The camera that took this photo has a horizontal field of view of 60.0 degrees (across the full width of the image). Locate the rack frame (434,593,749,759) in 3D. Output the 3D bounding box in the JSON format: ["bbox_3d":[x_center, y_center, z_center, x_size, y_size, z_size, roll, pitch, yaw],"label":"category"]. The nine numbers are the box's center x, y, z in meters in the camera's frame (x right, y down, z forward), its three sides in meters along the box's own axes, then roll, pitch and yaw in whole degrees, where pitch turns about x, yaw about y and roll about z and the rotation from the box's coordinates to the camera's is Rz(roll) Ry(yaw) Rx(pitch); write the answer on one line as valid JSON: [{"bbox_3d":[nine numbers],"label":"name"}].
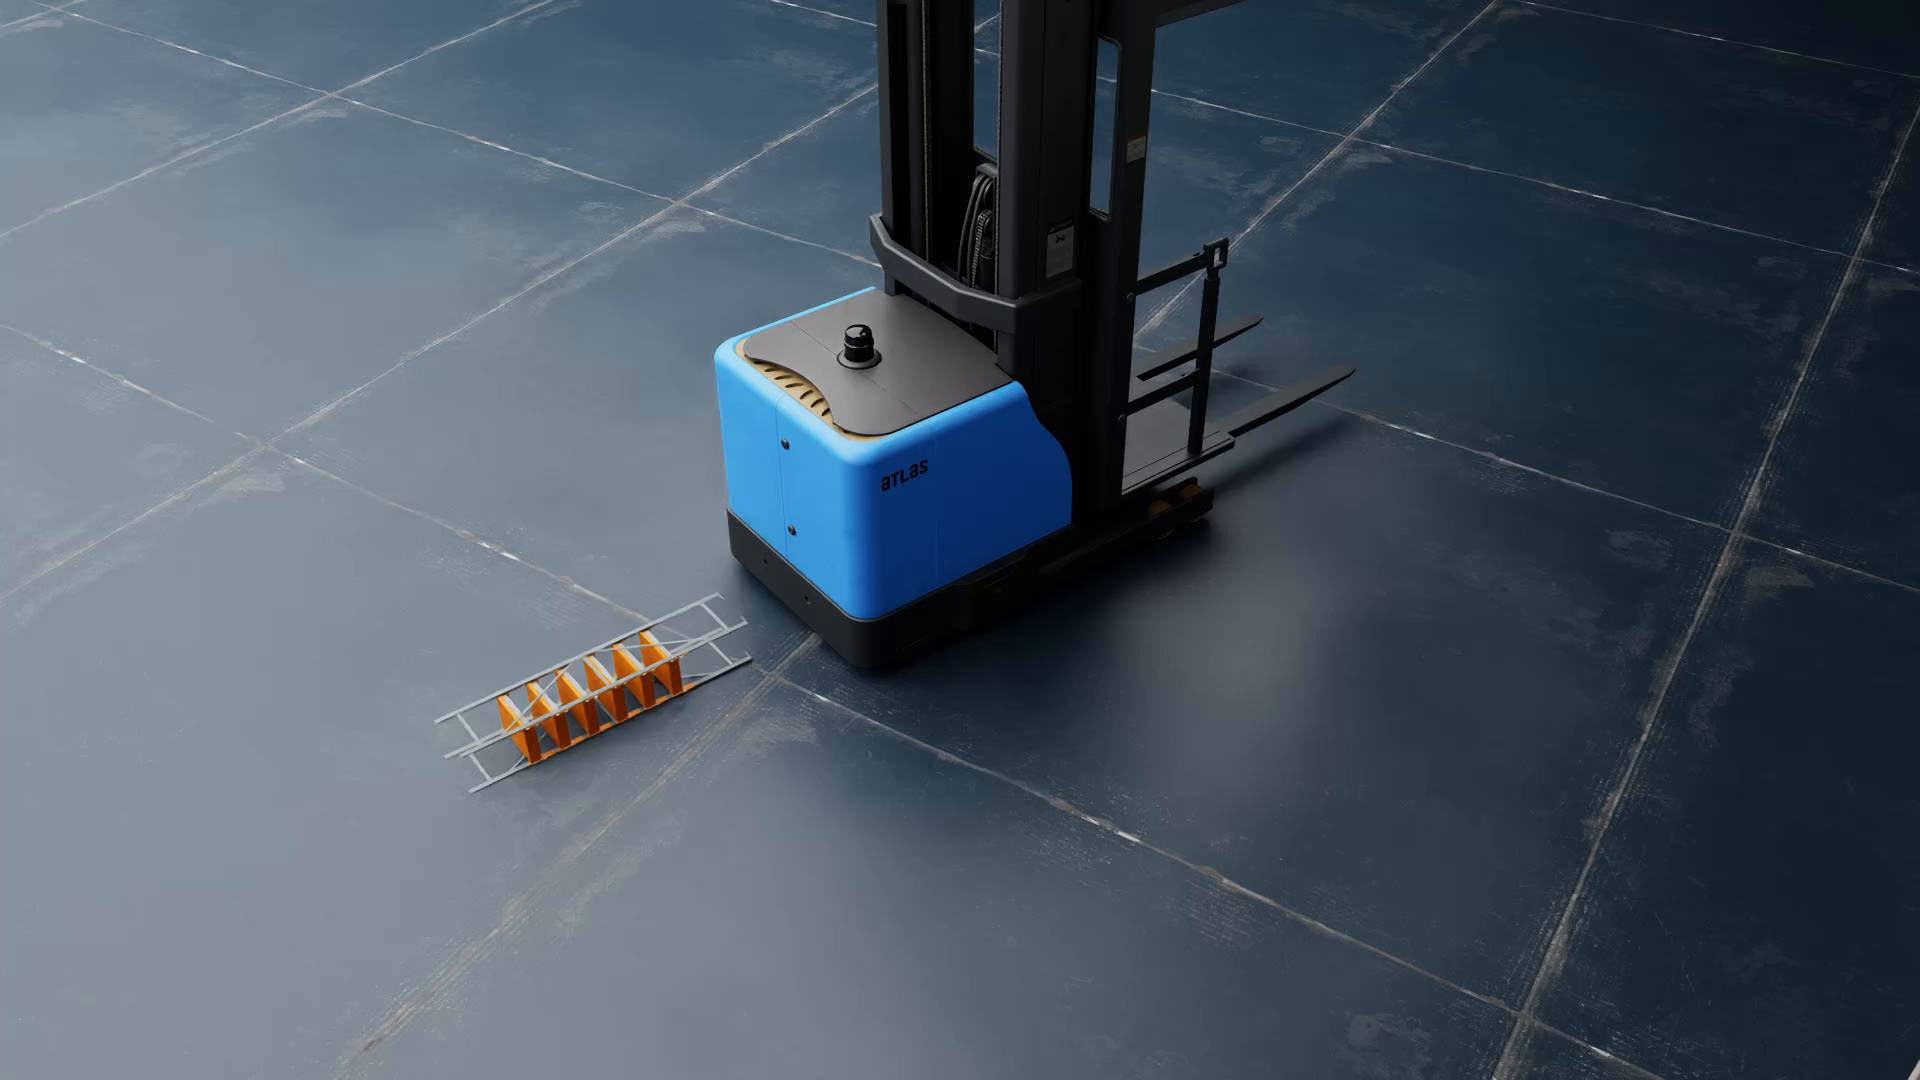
[{"bbox_3d":[-1.376,0.495,6.297,1.200,0.006,0.240,-25,44,-29],"label":"rack frame"}]

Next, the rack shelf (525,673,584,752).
[{"bbox_3d":[-1.531,0.641,6.260,0.103,0.180,0.258,-25,44,-29],"label":"rack shelf"}]

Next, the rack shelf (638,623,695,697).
[{"bbox_3d":[-1.150,0.461,6.489,0.103,0.180,0.258,-25,44,-29],"label":"rack shelf"}]

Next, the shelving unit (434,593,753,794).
[{"bbox_3d":[-1.376,0.568,6.353,1.200,0.189,0.258,-25,44,-29],"label":"shelving unit"}]

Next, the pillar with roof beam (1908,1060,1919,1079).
[{"bbox_3d":[-0.849,-3.071,3.864,9.100,9.000,0.400,21,42,25],"label":"pillar with roof beam"}]

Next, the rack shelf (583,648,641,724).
[{"bbox_3d":[-1.340,0.551,6.374,0.103,0.180,0.258,-25,44,-29],"label":"rack shelf"}]

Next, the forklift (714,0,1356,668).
[{"bbox_3d":[0.497,-1.398,6.662,3.031,2.935,1.130,-25,44,-29],"label":"forklift"}]

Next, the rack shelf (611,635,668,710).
[{"bbox_3d":[-1.245,0.506,6.432,0.103,0.180,0.258,-25,44,-29],"label":"rack shelf"}]

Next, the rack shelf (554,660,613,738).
[{"bbox_3d":[-1.436,0.596,6.317,0.103,0.180,0.258,-25,44,-29],"label":"rack shelf"}]

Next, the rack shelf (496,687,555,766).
[{"bbox_3d":[-1.626,0.686,6.202,0.103,0.180,0.258,-25,44,-29],"label":"rack shelf"}]

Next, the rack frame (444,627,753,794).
[{"bbox_3d":[-1.375,0.640,6.409,1.200,0.006,0.240,-25,44,-29],"label":"rack frame"}]
